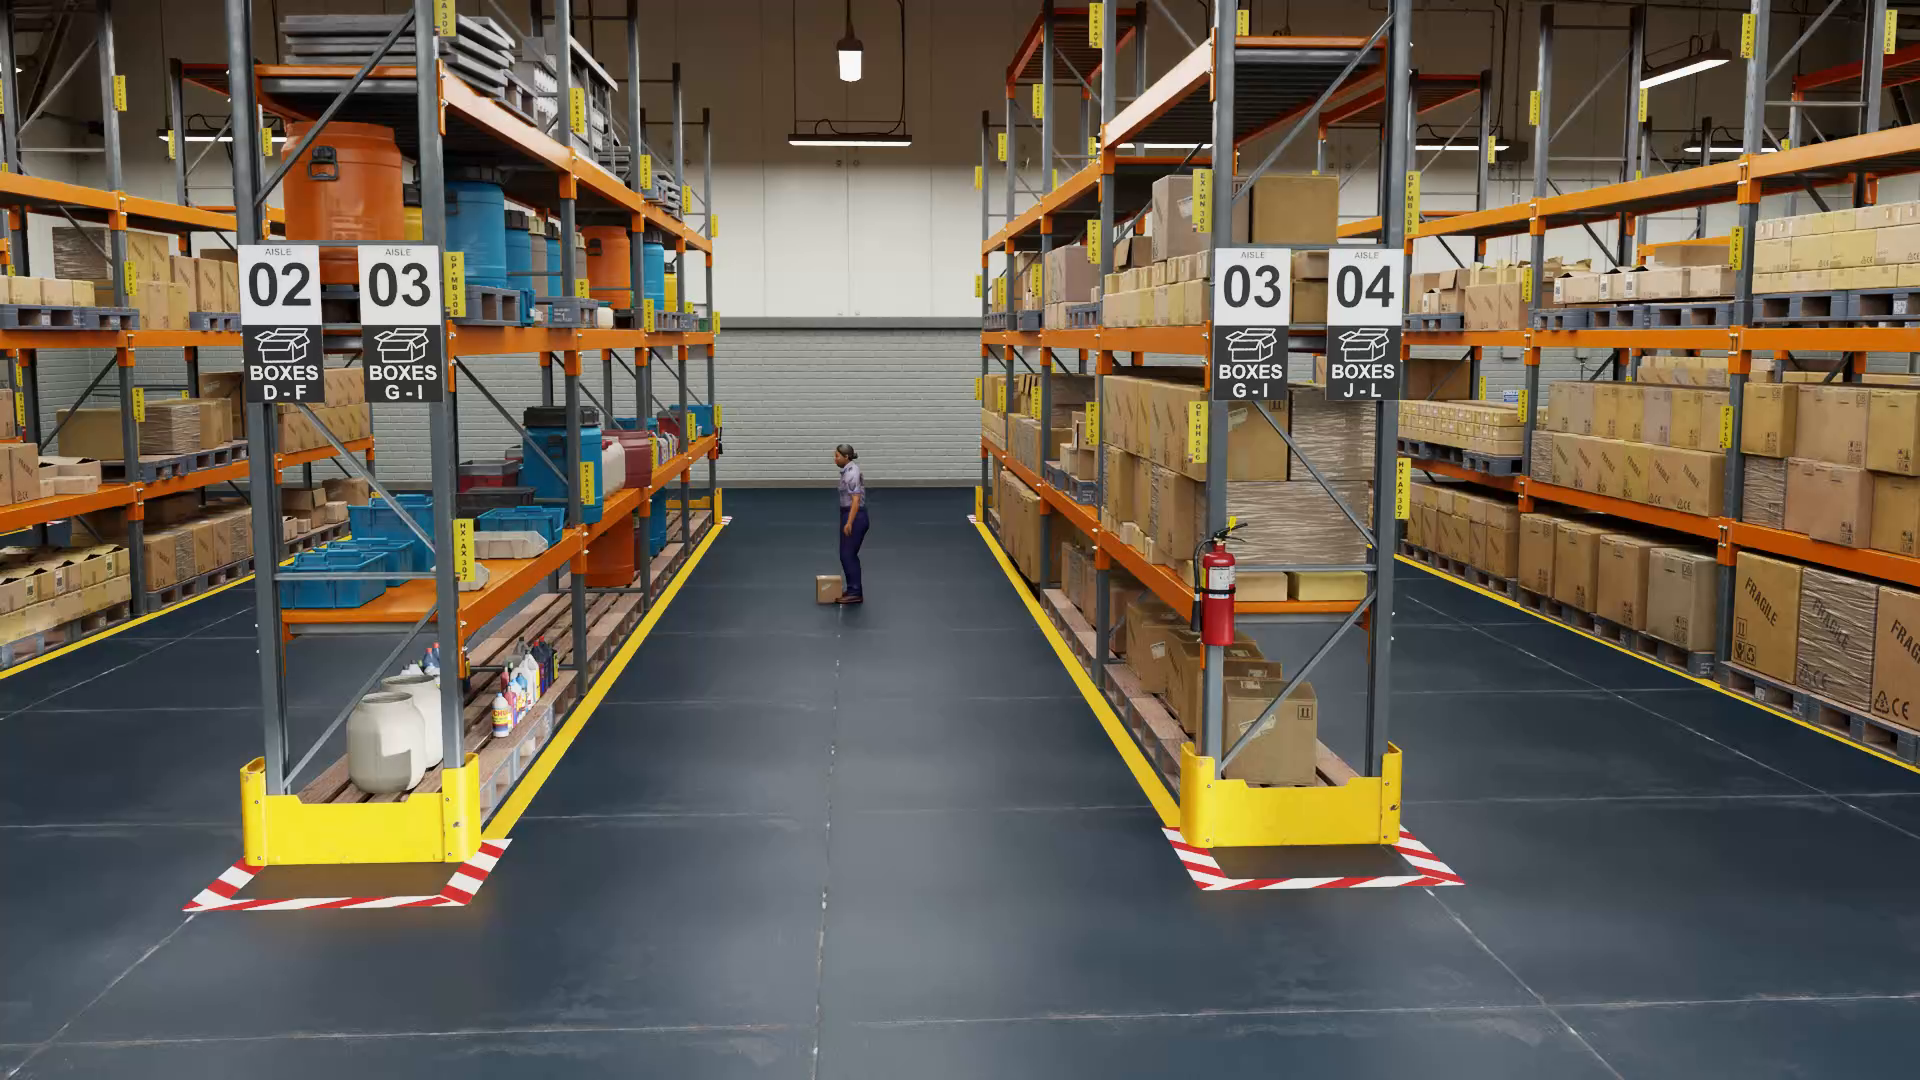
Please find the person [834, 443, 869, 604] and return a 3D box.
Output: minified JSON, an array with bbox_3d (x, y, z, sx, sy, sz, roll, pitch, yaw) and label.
[{"bbox_3d":[-1.133,-0.185,17.296,0.369,1.653,0.563,-1,7,-7],"label":"person"}]
